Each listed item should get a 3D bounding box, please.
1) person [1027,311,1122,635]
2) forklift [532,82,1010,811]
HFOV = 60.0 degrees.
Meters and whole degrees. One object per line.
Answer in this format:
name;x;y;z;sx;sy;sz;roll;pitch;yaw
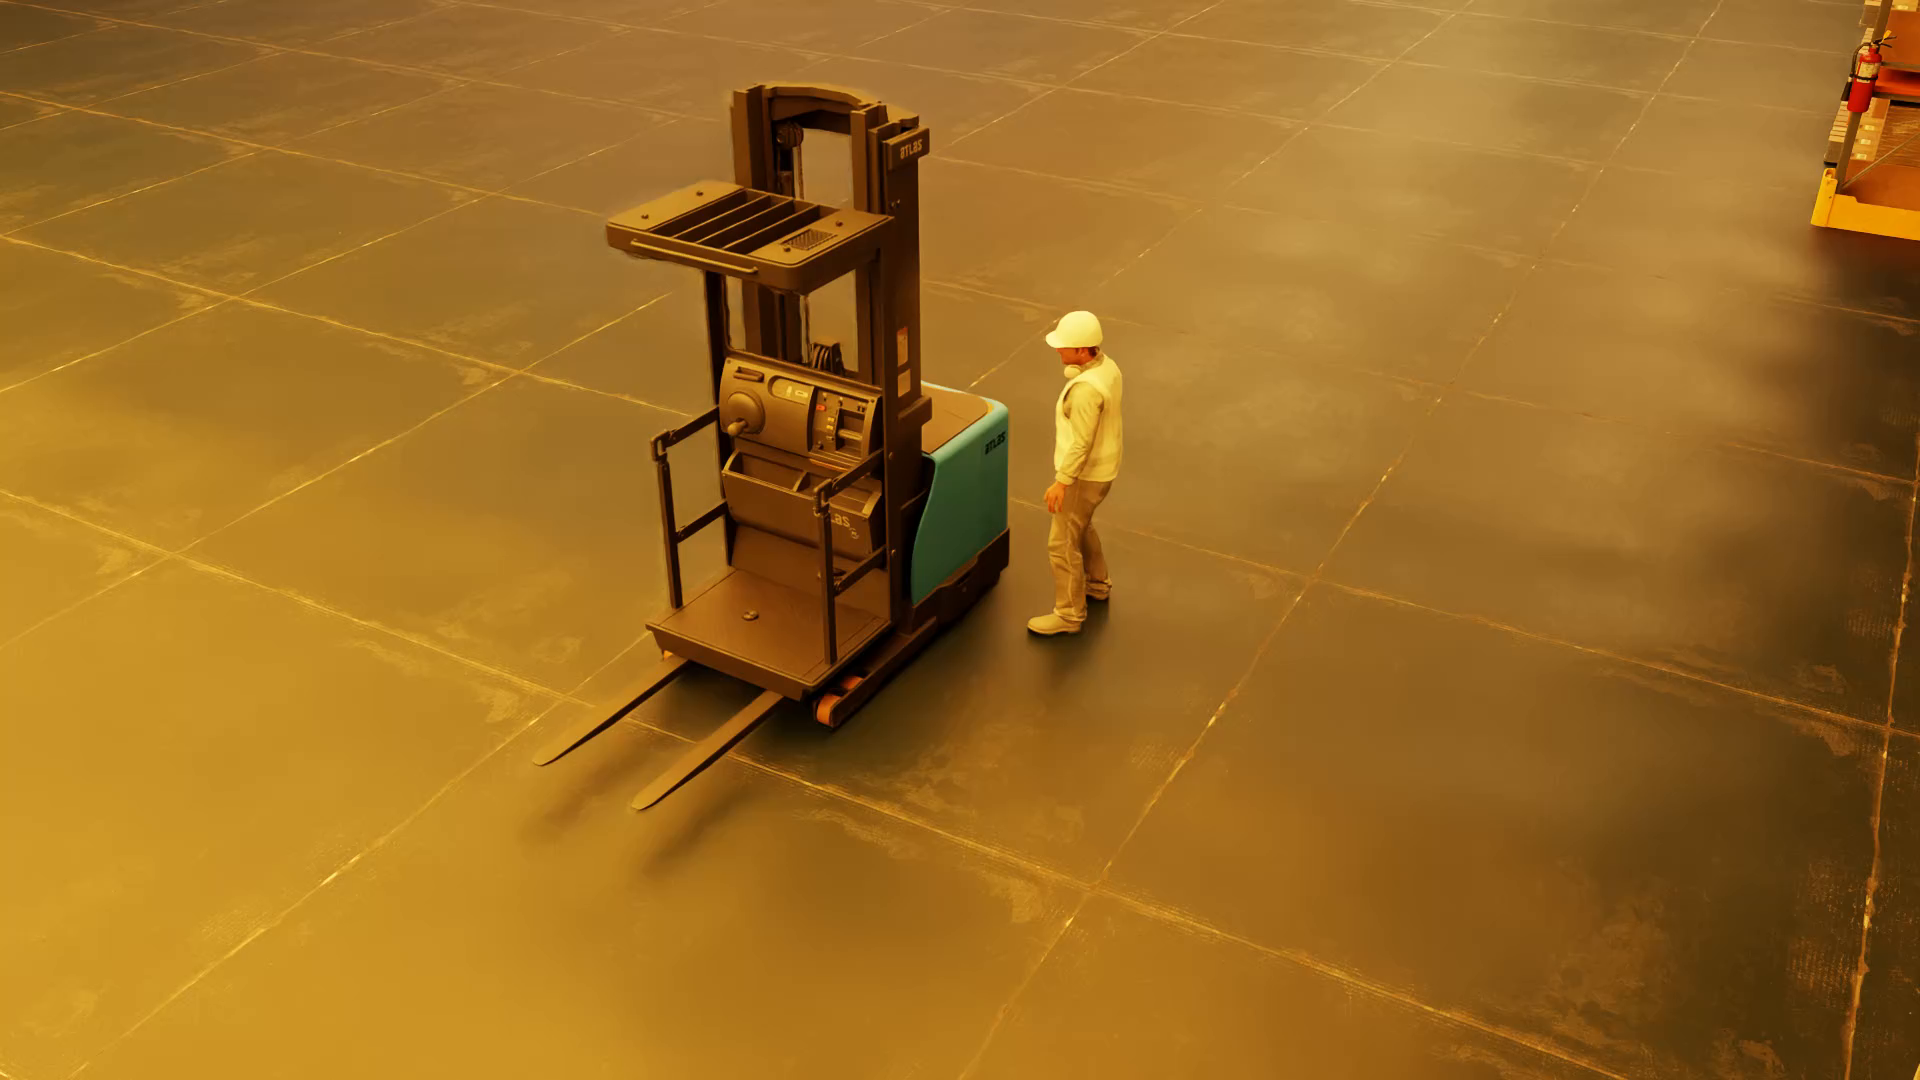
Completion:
person;0.651;-0.403;8.952;0.420;1.749;0.751;7;31;11
forklift;-0.919;-0.595;8.101;1.130;2.935;3.031;17;34;27
